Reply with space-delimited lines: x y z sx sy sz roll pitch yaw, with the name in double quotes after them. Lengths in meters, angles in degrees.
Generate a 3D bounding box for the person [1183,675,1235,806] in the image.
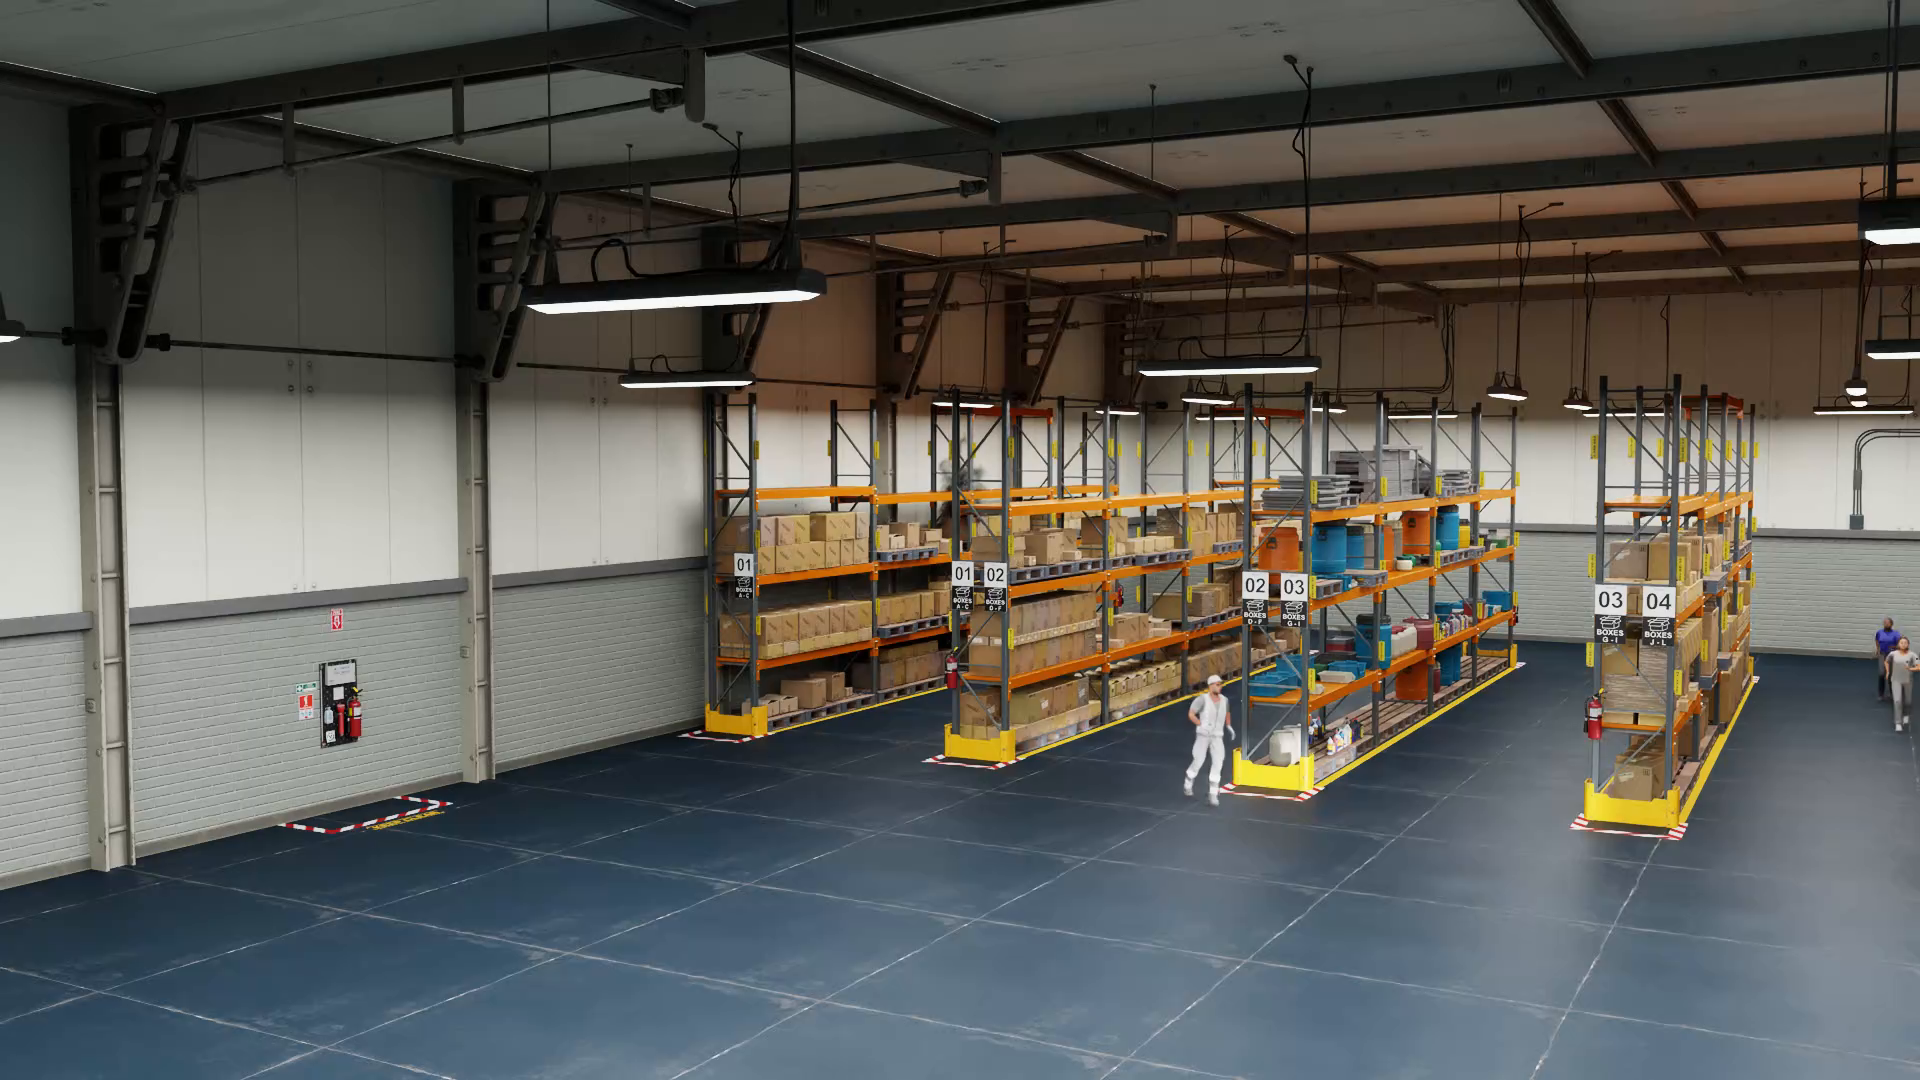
3.611 2.815 23.678 0.732 1.779 0.863 -1 3 -14 "person"

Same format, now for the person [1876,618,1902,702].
18.532 2.397 33.172 0.556 1.704 0.725 2 4 38 "person"

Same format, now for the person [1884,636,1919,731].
16.845 2.544 29.732 0.570 1.646 0.961 2 4 29 "person"
